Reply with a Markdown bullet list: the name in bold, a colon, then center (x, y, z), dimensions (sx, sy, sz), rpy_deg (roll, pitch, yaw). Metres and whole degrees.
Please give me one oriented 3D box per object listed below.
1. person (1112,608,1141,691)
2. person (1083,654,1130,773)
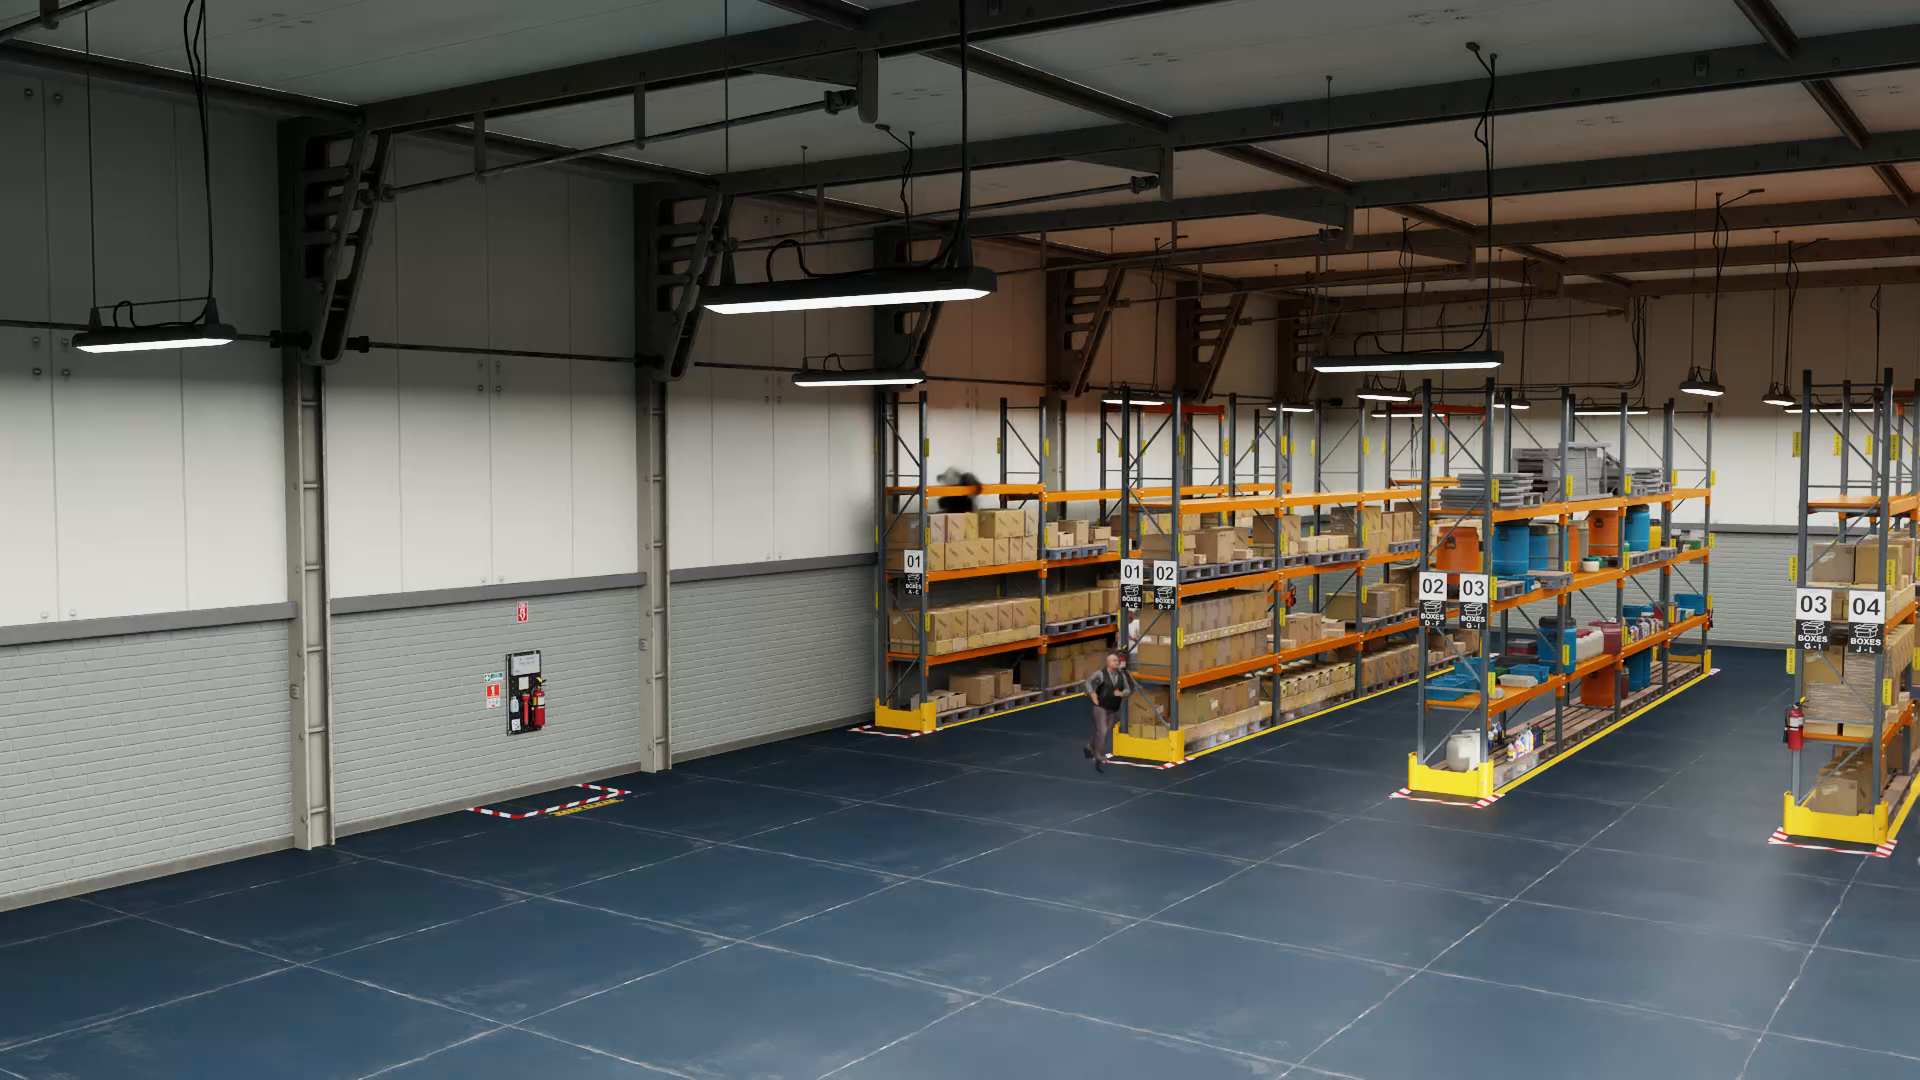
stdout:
- **person**: center (3.143, 2.112, 30.999), dimensions (0.686, 1.827, 0.801), rpy_deg (2, 4, 26)
- **person**: center (2.245, 2.617, 25.478), dimensions (0.701, 1.742, 0.811), rpy_deg (-1, 3, -25)
